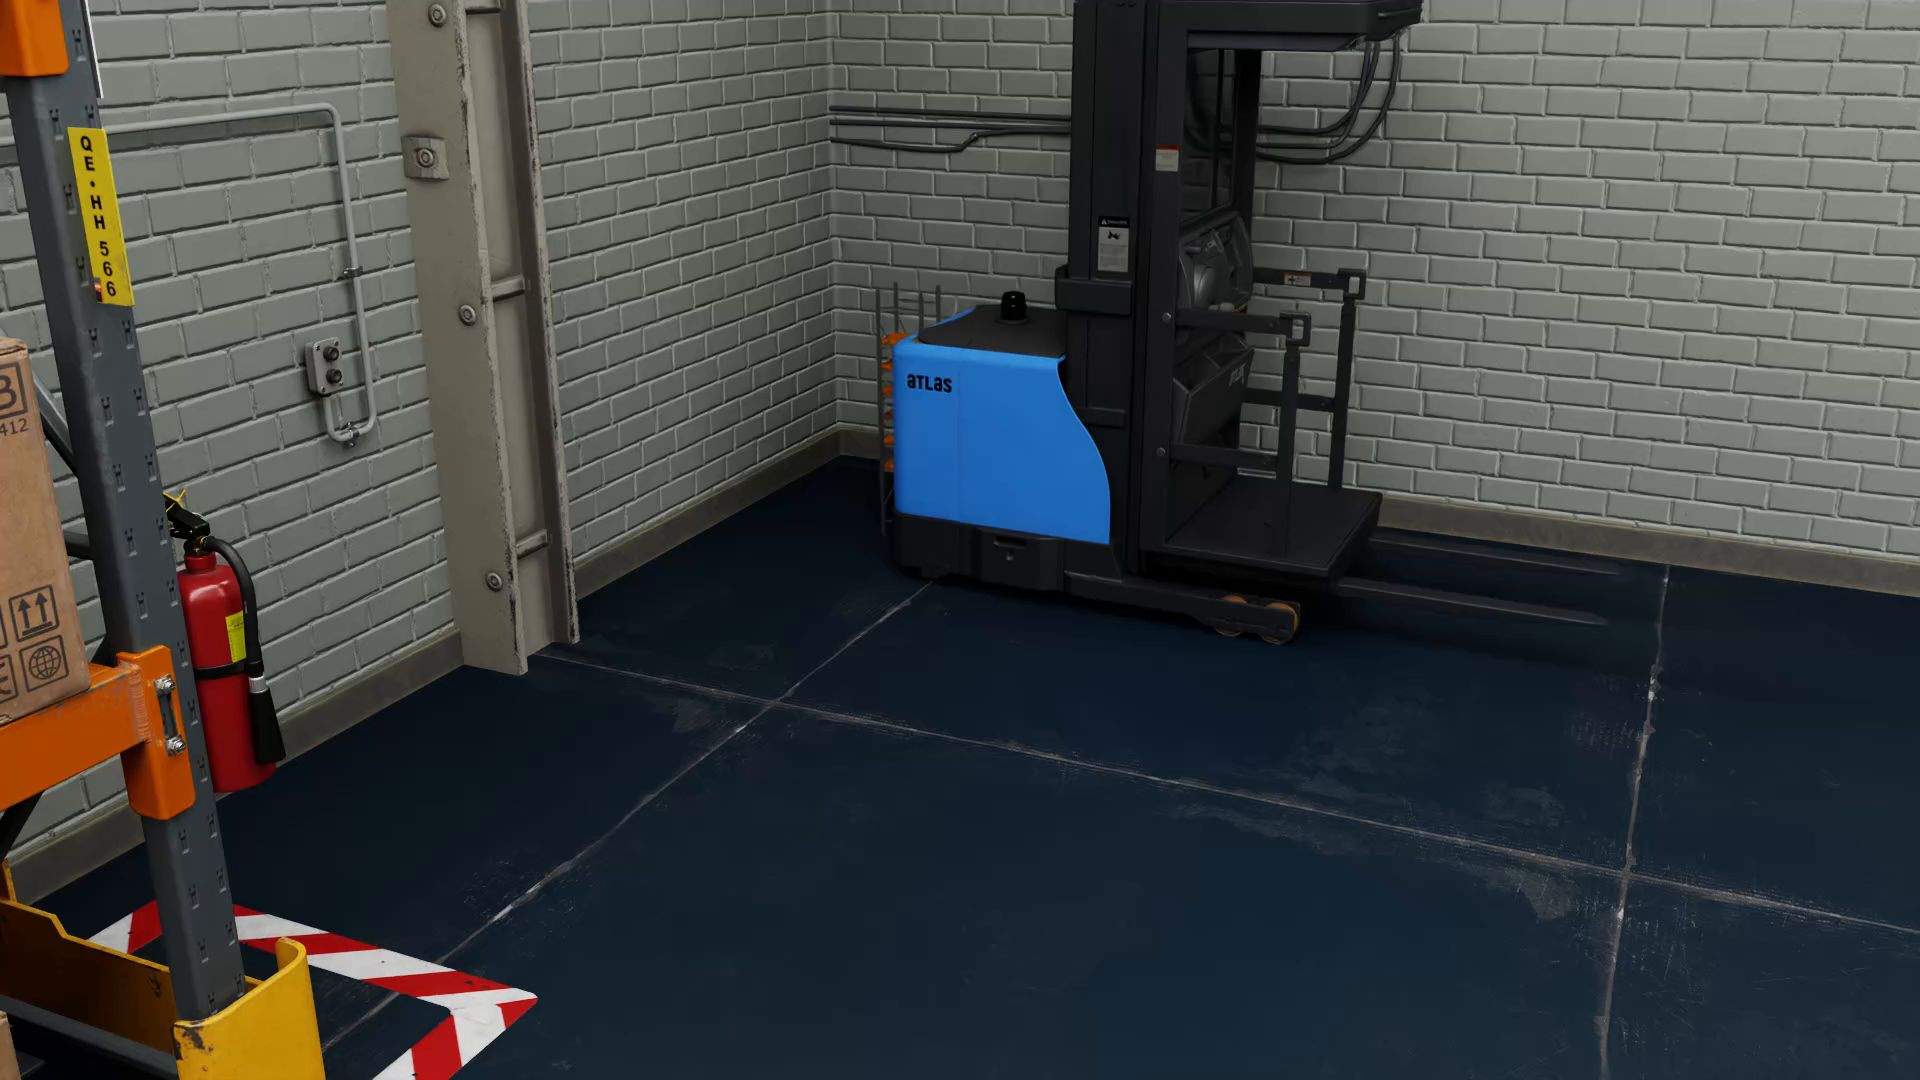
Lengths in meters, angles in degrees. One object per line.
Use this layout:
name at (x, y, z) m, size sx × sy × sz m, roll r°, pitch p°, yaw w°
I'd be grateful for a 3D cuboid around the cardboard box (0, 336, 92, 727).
cardboard box at (-2.292, -0.006, 3.062) m, size 0.980 × 0.700 × 0.700 m, roll 10°, pitch 22°, yaw 25°

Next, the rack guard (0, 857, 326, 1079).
rack guard at (-2.082, 1.148, 3.994) m, size 1.175 × 0.500 × 0.348 m, roll 9°, pitch 21°, yaw 23°

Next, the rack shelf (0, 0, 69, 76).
rack shelf at (-2.911, -0.485, 1.453) m, size 1.077 × 0.370 × 4.000 m, roll 9°, pitch 21°, yaw 23°

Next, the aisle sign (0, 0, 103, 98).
aisle sign at (-1.789, -1.228, 3.065) m, size 0.394 × 0.787 × 0.004 m, roll 9°, pitch 21°, yaw 23°

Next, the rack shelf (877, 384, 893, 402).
rack shelf at (-0.235, -0.669, 7.830) m, size 0.258 × 0.103 × 0.180 m, roll 8°, pitch 21°, yaw 24°

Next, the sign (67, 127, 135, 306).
sign at (-1.603, -0.600, 3.099) m, size 0.100 × 0.325 × 0.005 m, roll 9°, pitch 21°, yaw 23°

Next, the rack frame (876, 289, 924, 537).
rack frame at (-0.273, -0.570, 7.776) m, size 0.240 × 1.200 × 0.006 m, roll 8°, pitch 21°, yaw 24°

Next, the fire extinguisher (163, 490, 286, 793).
fire extinguisher at (-1.609, 0.207, 3.581) m, size 0.296 × 0.674 × 0.183 m, roll 9°, pitch 21°, yaw 23°

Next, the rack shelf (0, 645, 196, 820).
rack shelf at (-2.911, 0.928, 1.956) m, size 1.077 × 0.370 × 4.000 m, roll 9°, pitch 21°, yaw 23°

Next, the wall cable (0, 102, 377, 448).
wall cable at (-2.431, -1.022, 4.850) m, size 0.084 × 1.984 × 1.851 m, roll 9°, pitch 21°, yaw 23°

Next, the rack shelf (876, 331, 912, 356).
rack shelf at (-0.237, -0.895, 7.750) m, size 0.258 × 0.103 × 0.180 m, roll 8°, pitch 21°, yaw 24°

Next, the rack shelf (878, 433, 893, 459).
rack shelf at (-0.234, -0.442, 7.909) m, size 0.258 × 0.103 × 0.180 m, roll 8°, pitch 21°, yaw 24°

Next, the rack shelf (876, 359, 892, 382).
rack shelf at (-0.236, -0.782, 7.790) m, size 0.258 × 0.103 × 0.180 m, roll 8°, pitch 21°, yaw 24°

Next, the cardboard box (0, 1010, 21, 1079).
cardboard box at (-2.287, 1.186, 3.262) m, size 0.700 × 0.500 × 0.500 m, roll 9°, pitch 21°, yaw 23°

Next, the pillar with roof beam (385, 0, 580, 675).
pillar with roof beam at (2.152, -3.202, 3.543) m, size 9.100 × 9.000 × 0.400 m, roll 9°, pitch 21°, yaw 23°

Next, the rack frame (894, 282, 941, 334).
rack frame at (-0.196, -0.625, 7.933) m, size 0.240 × 1.200 × 0.006 m, roll 8°, pitch 21°, yaw 24°

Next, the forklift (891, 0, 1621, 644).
forklift at (1.251, -1.159, 6.854) m, size 3.031 × 2.935 × 1.130 m, roll 9°, pitch 21°, yaw 23°

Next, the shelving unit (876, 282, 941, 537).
shelving unit at (-0.235, -0.597, 7.855) m, size 0.258 × 1.200 × 0.189 m, roll 8°, pitch 21°, yaw 24°

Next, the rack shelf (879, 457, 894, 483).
rack shelf at (-0.233, -0.329, 7.949) m, size 0.258 × 0.103 × 0.180 m, roll 8°, pitch 21°, yaw 24°

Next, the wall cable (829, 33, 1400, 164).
wall cable at (0.550, -3.066, 7.793) m, size 3.097 × 2.526 × 0.112 m, roll 9°, pitch 21°, yaw 23°

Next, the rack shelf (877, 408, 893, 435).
rack shelf at (-0.235, -0.555, 7.869) m, size 0.258 × 0.103 × 0.180 m, roll 8°, pitch 21°, yaw 24°
